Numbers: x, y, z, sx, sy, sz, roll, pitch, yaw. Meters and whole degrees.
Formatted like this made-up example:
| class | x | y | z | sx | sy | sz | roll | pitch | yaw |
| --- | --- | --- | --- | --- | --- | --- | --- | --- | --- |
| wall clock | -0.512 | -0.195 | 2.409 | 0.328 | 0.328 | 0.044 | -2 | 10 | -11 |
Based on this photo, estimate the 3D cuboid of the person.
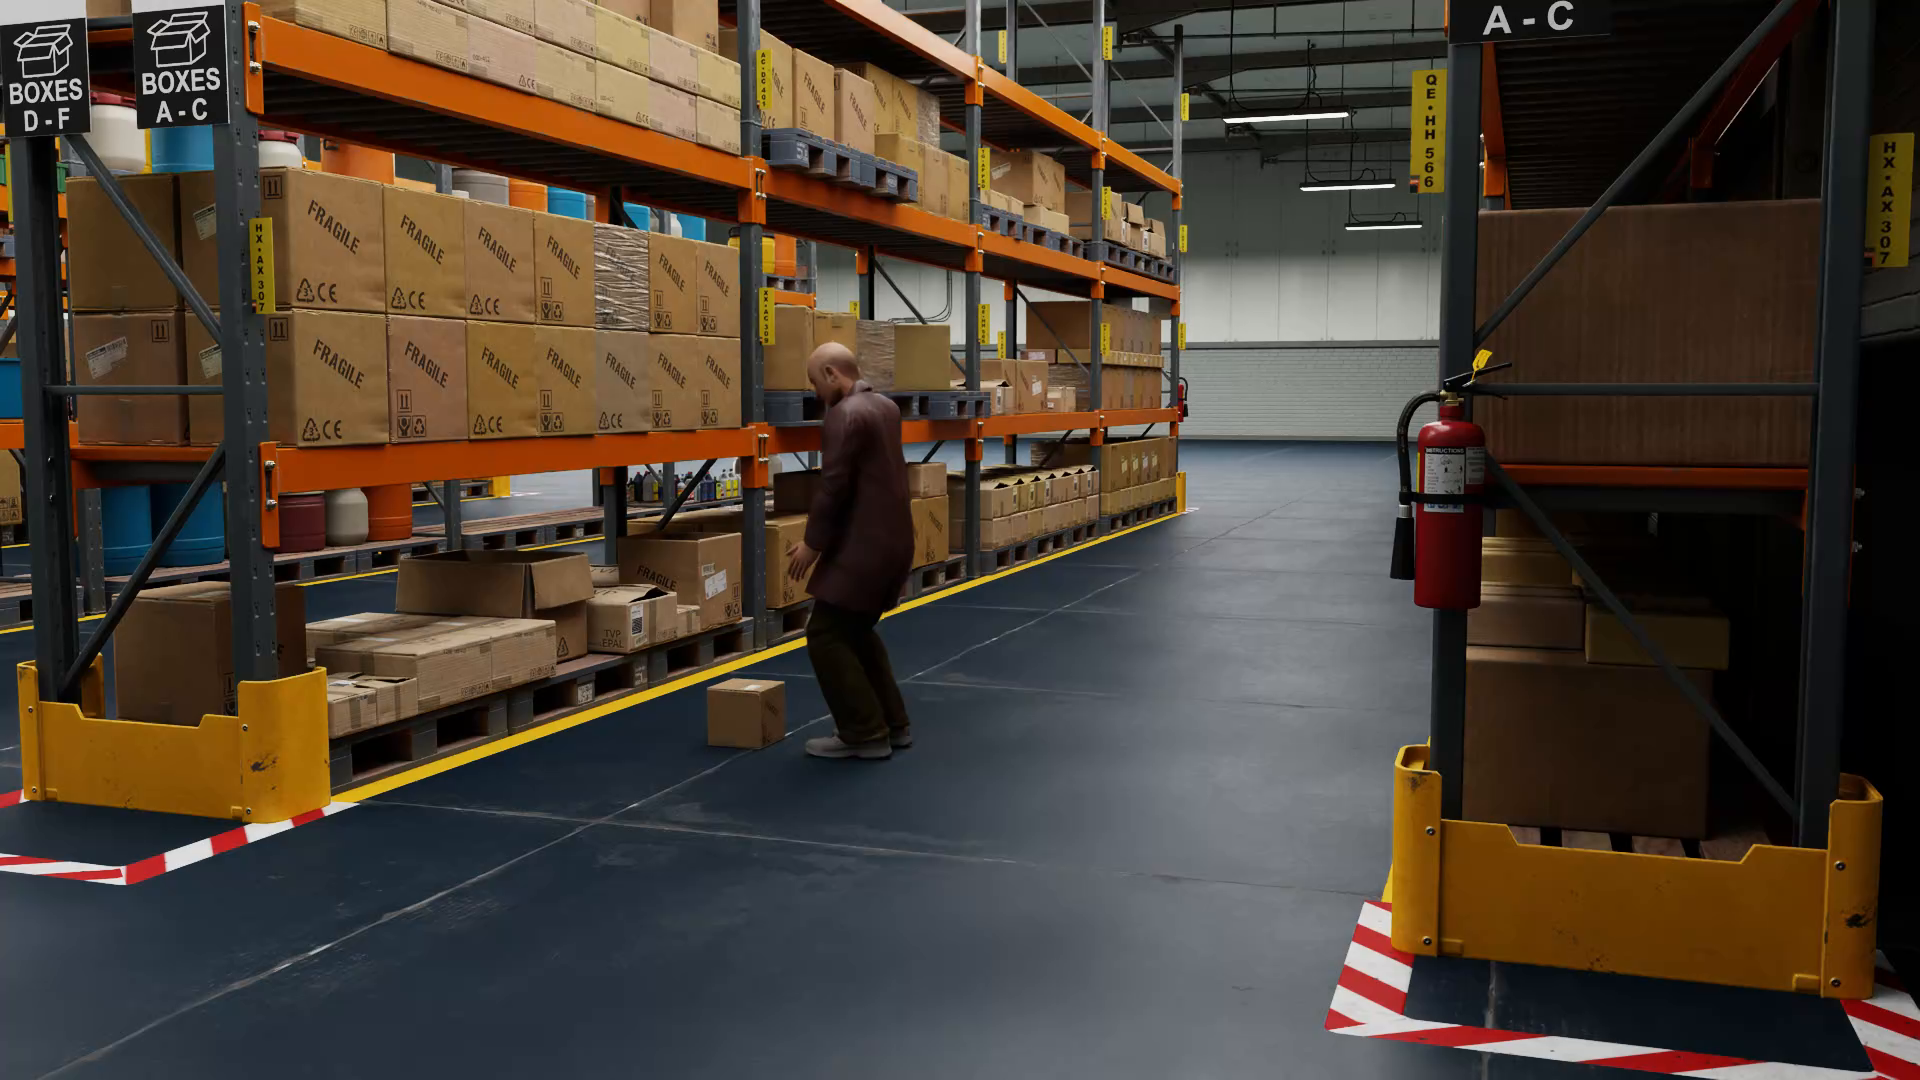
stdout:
| class | x | y | z | sx | sy | sz | roll | pitch | yaw |
| --- | --- | --- | --- | --- | --- | --- | --- | --- | --- |
| person | -0.433 | 0.041 | 6.892 | 0.442 | 1.715 | 0.595 | 2 | 5 | 20 |
